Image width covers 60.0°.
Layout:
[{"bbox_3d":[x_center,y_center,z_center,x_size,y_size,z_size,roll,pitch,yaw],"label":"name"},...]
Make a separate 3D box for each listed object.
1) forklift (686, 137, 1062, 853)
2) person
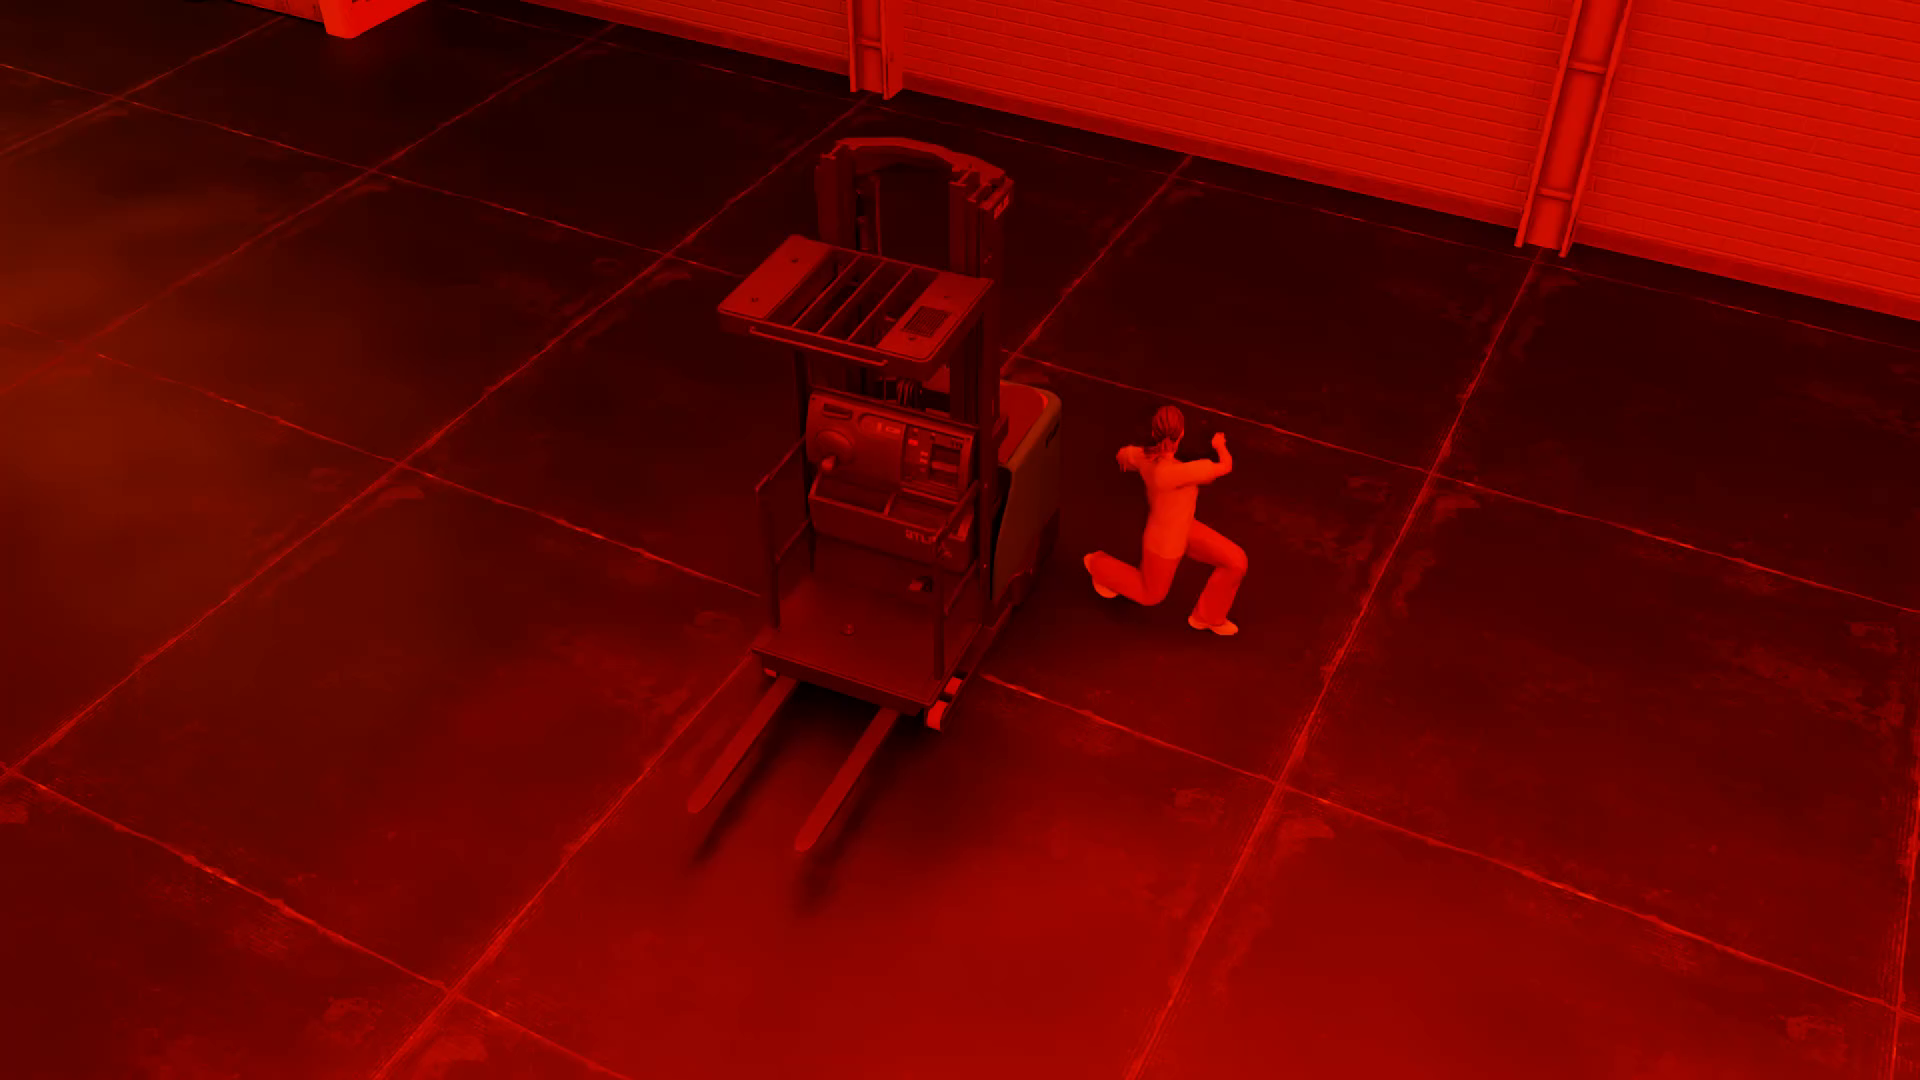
[{"bbox_3d":[-0.455,-0.405,8.467,1.130,2.935,3.031,16,43,18],"label":"forklift"},{"bbox_3d":[1.196,-0.181,9.414,0.959,1.415,0.723,10,41,12],"label":"person"}]
